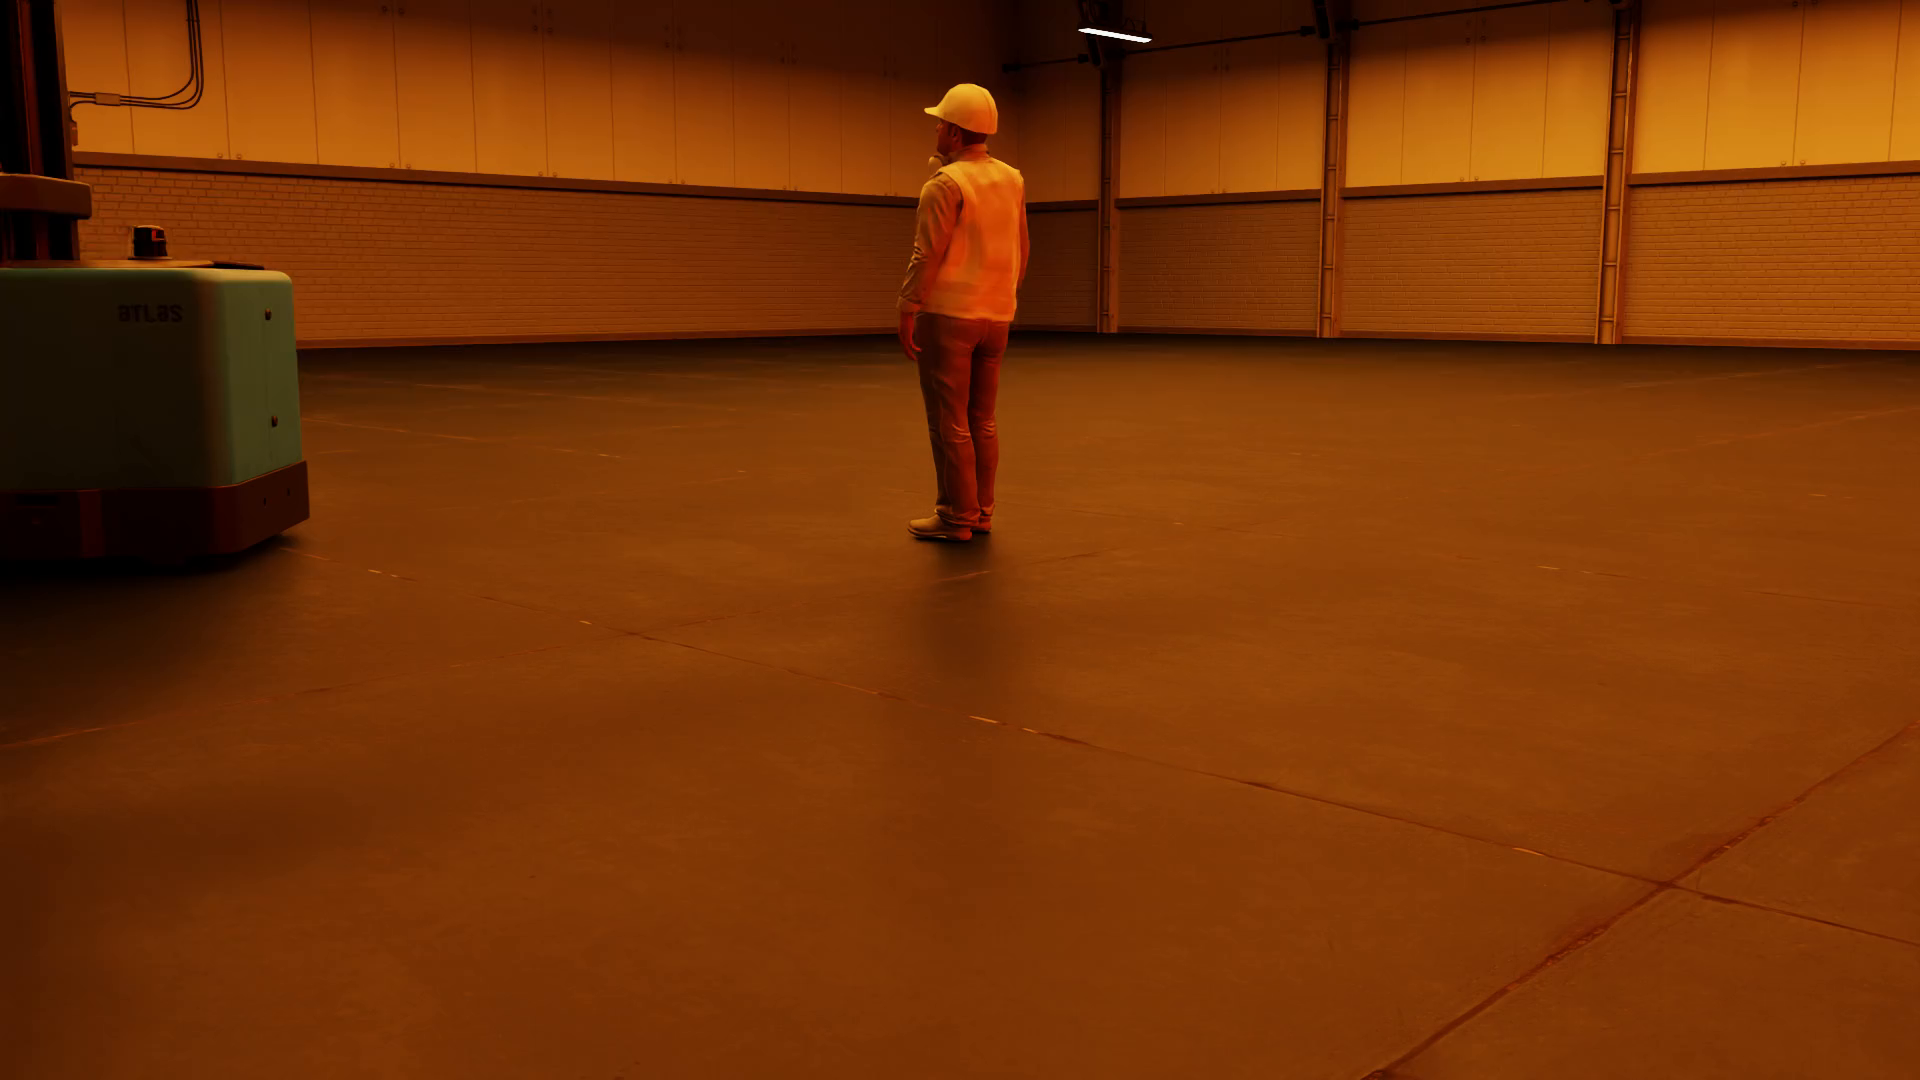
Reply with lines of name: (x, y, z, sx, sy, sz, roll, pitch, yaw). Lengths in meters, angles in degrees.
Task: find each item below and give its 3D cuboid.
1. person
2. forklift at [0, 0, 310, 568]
person: (-0.040, -0.891, 6.633, 0.566, 1.775, 0.633, 8, 12, 43)
forklift: (-4.131, -1.380, 6.041, 3.031, 2.935, 1.130, -1, 9, -6)
